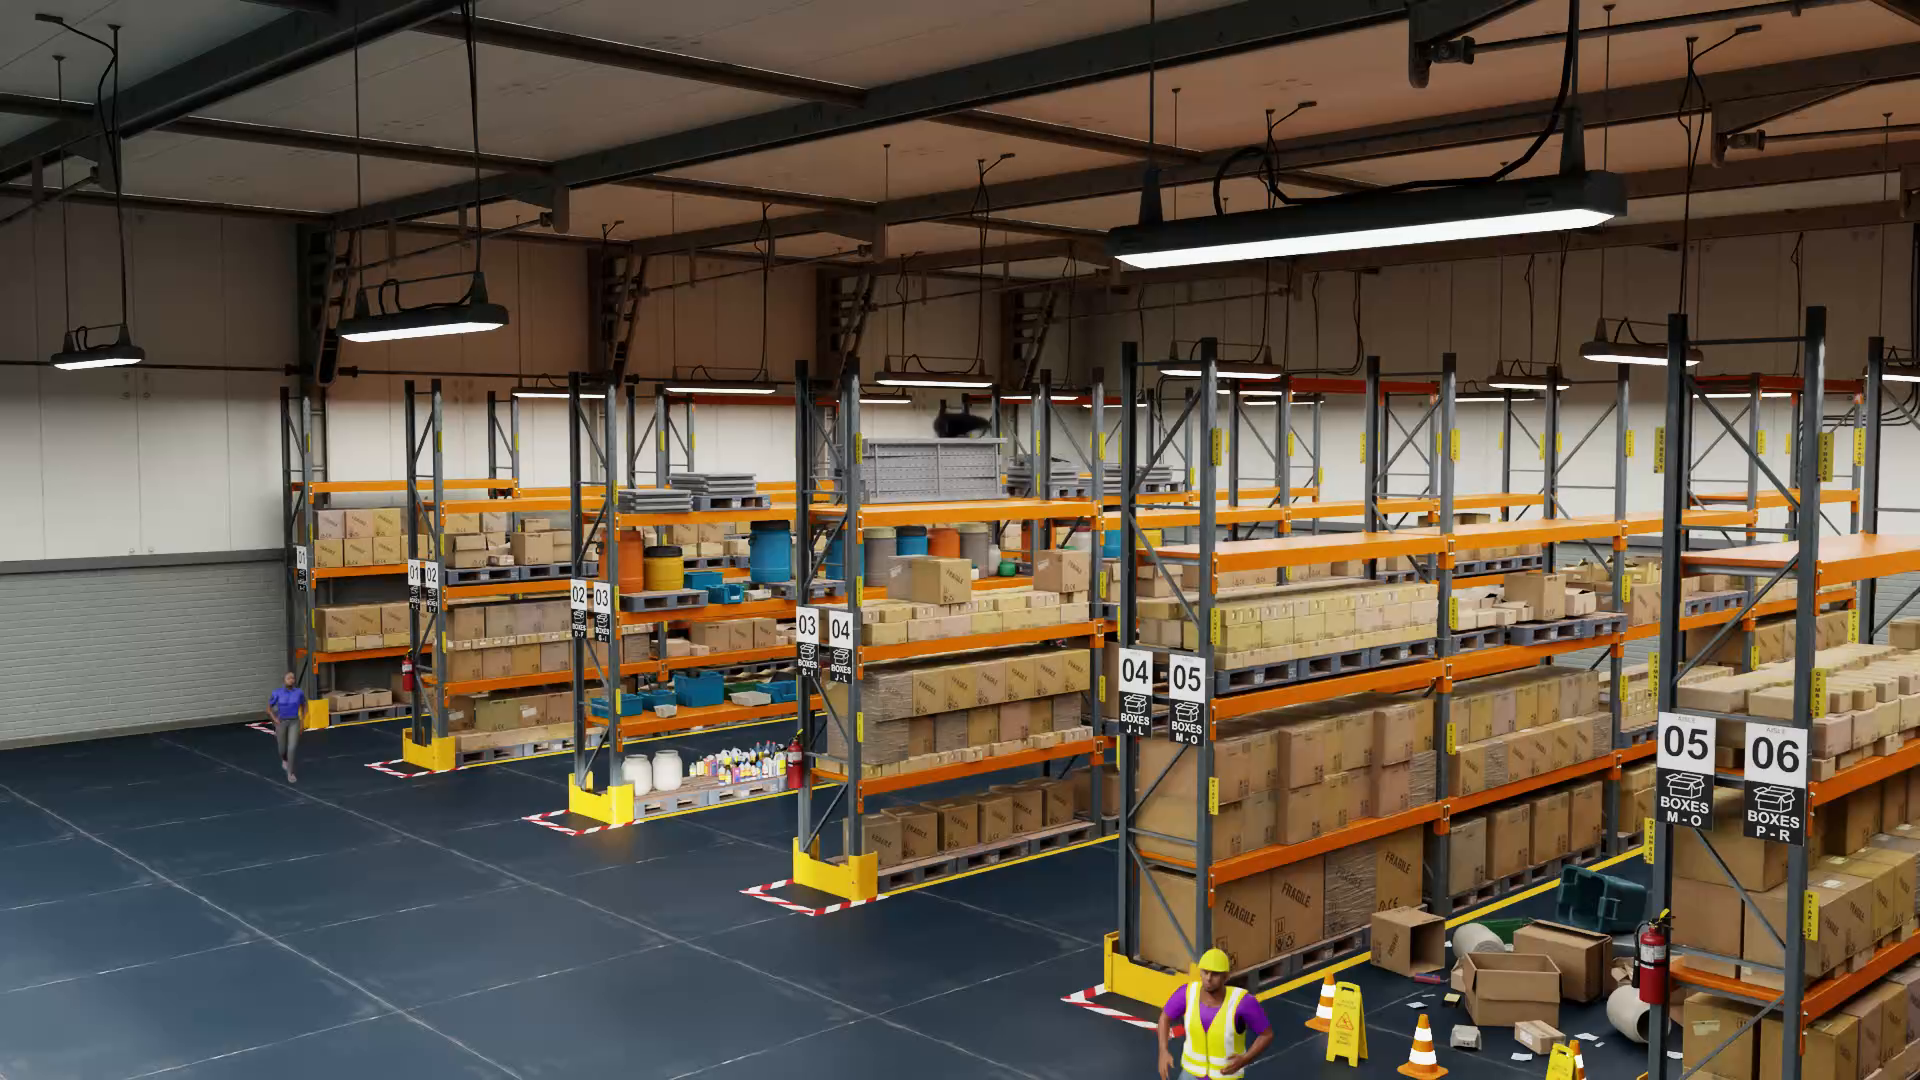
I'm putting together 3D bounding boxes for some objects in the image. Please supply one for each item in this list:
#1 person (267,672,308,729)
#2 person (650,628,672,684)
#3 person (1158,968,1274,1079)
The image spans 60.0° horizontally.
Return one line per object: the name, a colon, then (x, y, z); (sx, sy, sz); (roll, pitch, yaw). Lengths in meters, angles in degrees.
person: (-10.005, 2.395, 24.766); (0.576, 0.857, 0.356); (-2, 4, -28)
person: (-5.563, 2.403, 31.080); (0.510, 1.561, 0.505); (3, 5, 37)
person: (1.705, 3.567, 11.226); (0.817, 1.598, 0.600); (1, 4, 20)
